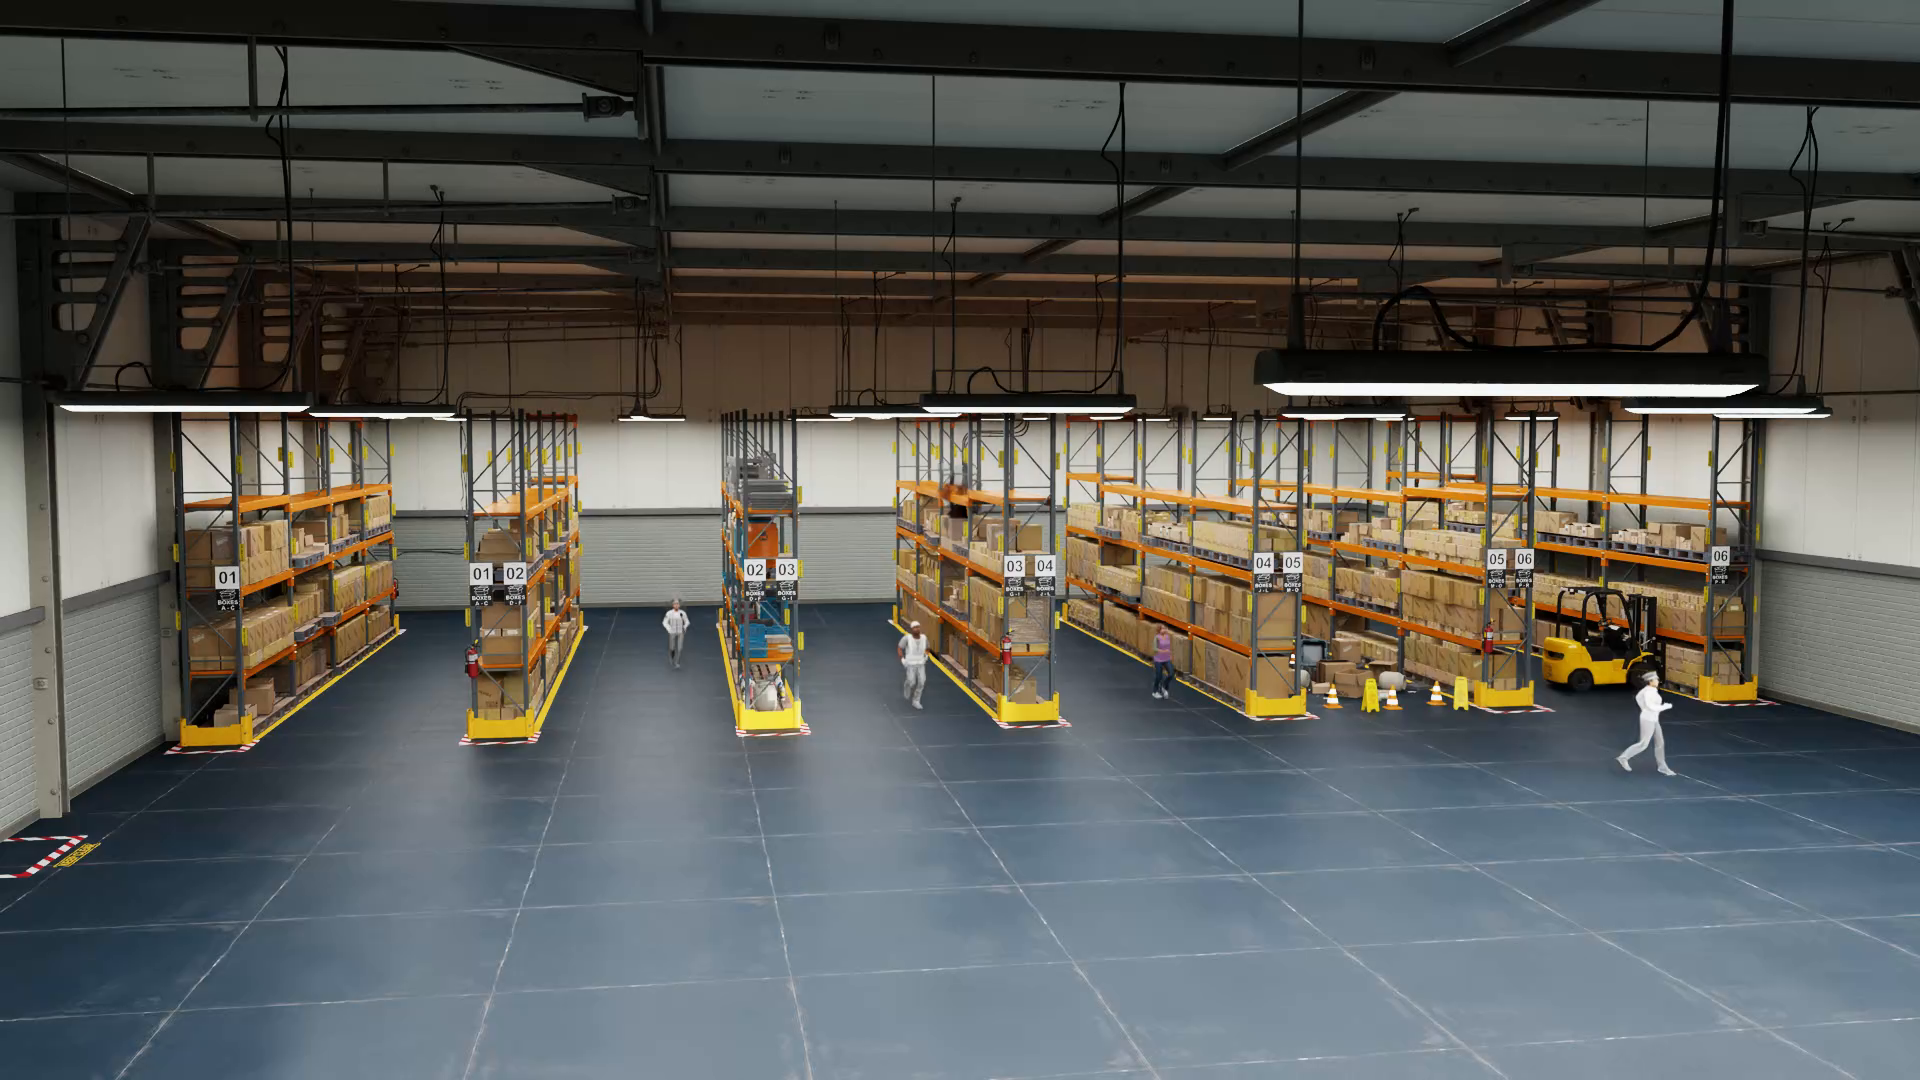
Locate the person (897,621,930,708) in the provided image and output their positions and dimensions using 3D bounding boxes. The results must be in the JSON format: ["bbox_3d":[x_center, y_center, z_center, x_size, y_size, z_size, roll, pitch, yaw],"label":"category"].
[{"bbox_3d":[-0.913,2.513,33.676,0.679,1.740,0.626,-1,4,-18],"label":"person"}]

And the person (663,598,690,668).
[{"bbox_3d":[-6.637,2.180,38.962,0.614,1.648,0.571,-1,4,-14],"label":"person"}]

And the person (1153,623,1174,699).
[{"bbox_3d":[4.215,2.518,34.470,0.510,1.575,0.644,-2,4,-24],"label":"person"}]

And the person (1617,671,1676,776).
[{"bbox_3d":[11.191,2.968,27.057,0.897,1.696,0.638,2,5,28],"label":"person"}]
